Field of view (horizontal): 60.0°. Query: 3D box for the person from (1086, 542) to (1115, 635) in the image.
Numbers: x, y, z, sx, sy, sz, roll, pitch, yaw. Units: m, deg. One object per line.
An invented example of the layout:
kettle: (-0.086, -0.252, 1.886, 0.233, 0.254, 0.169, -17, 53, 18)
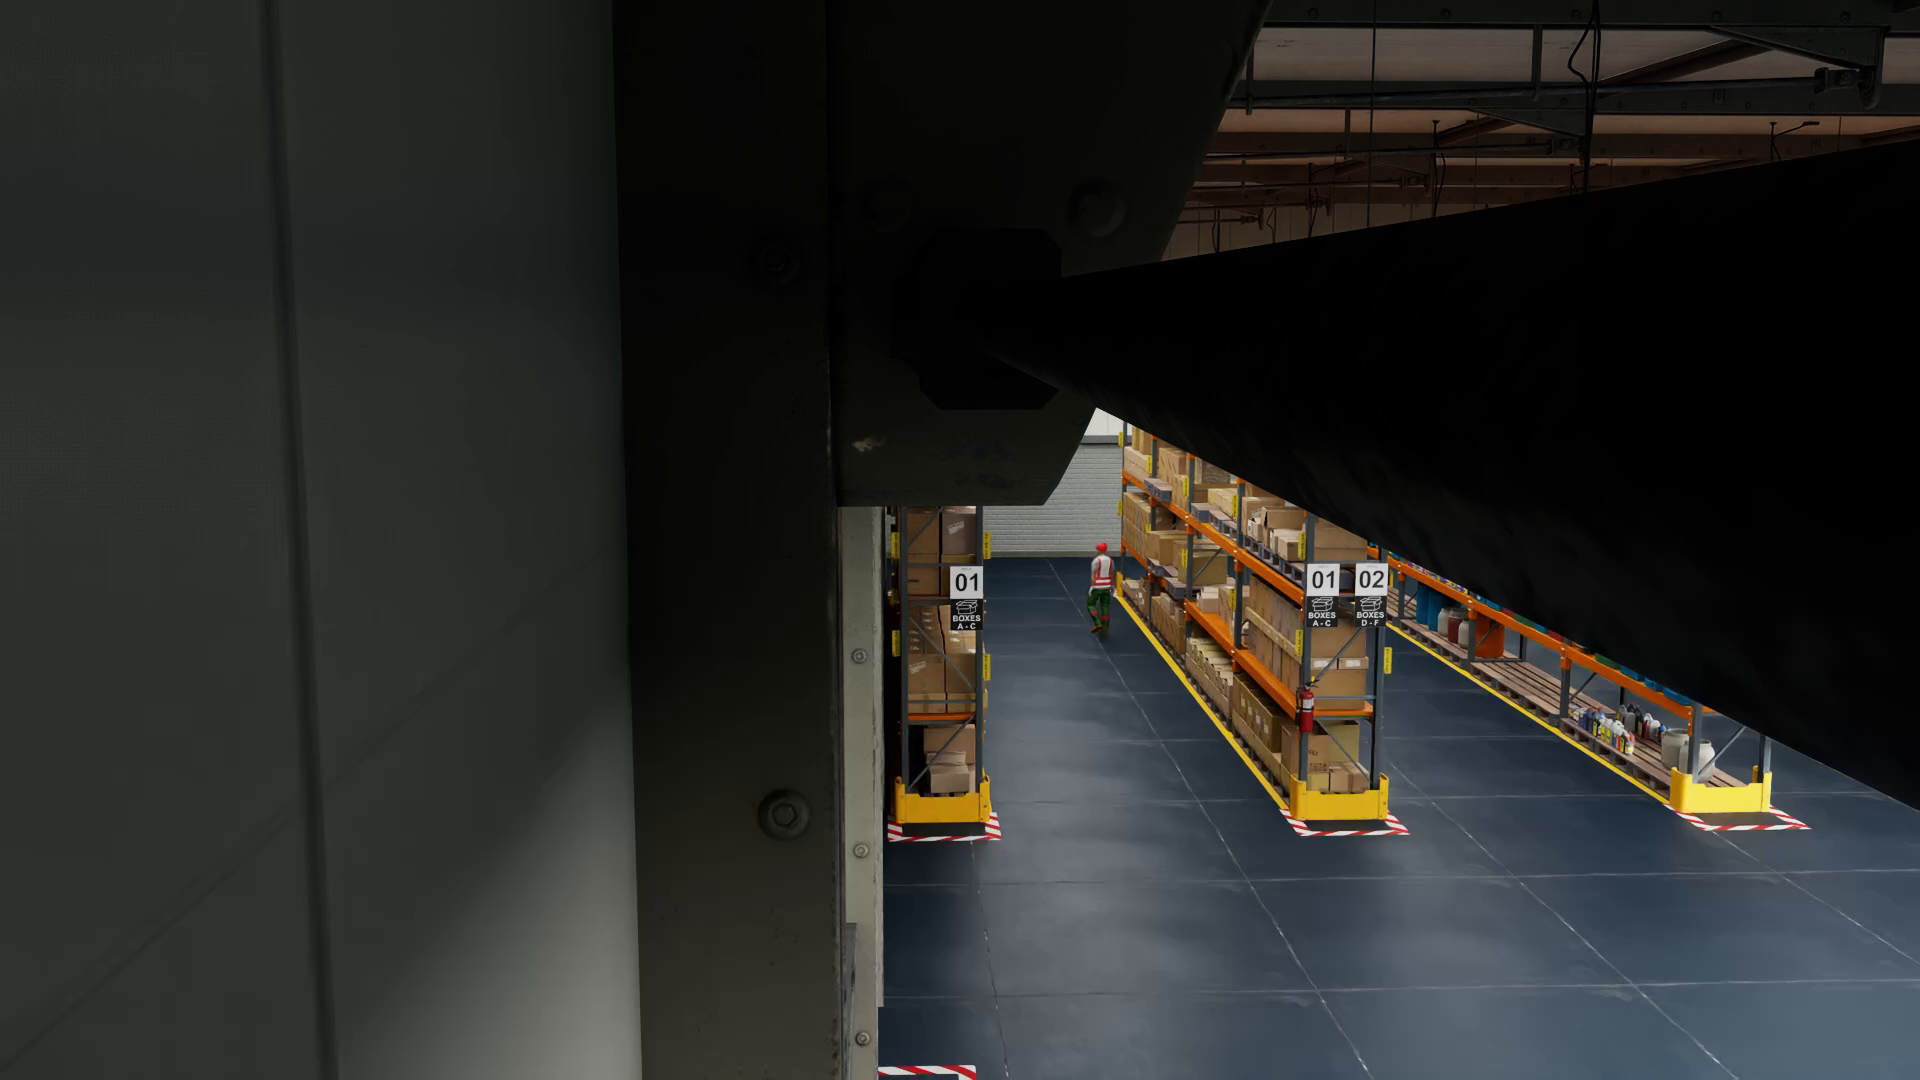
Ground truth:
person: (2.741, 0.935, 32.141, 0.602, 1.791, 0.468, -4, 9, -28)
